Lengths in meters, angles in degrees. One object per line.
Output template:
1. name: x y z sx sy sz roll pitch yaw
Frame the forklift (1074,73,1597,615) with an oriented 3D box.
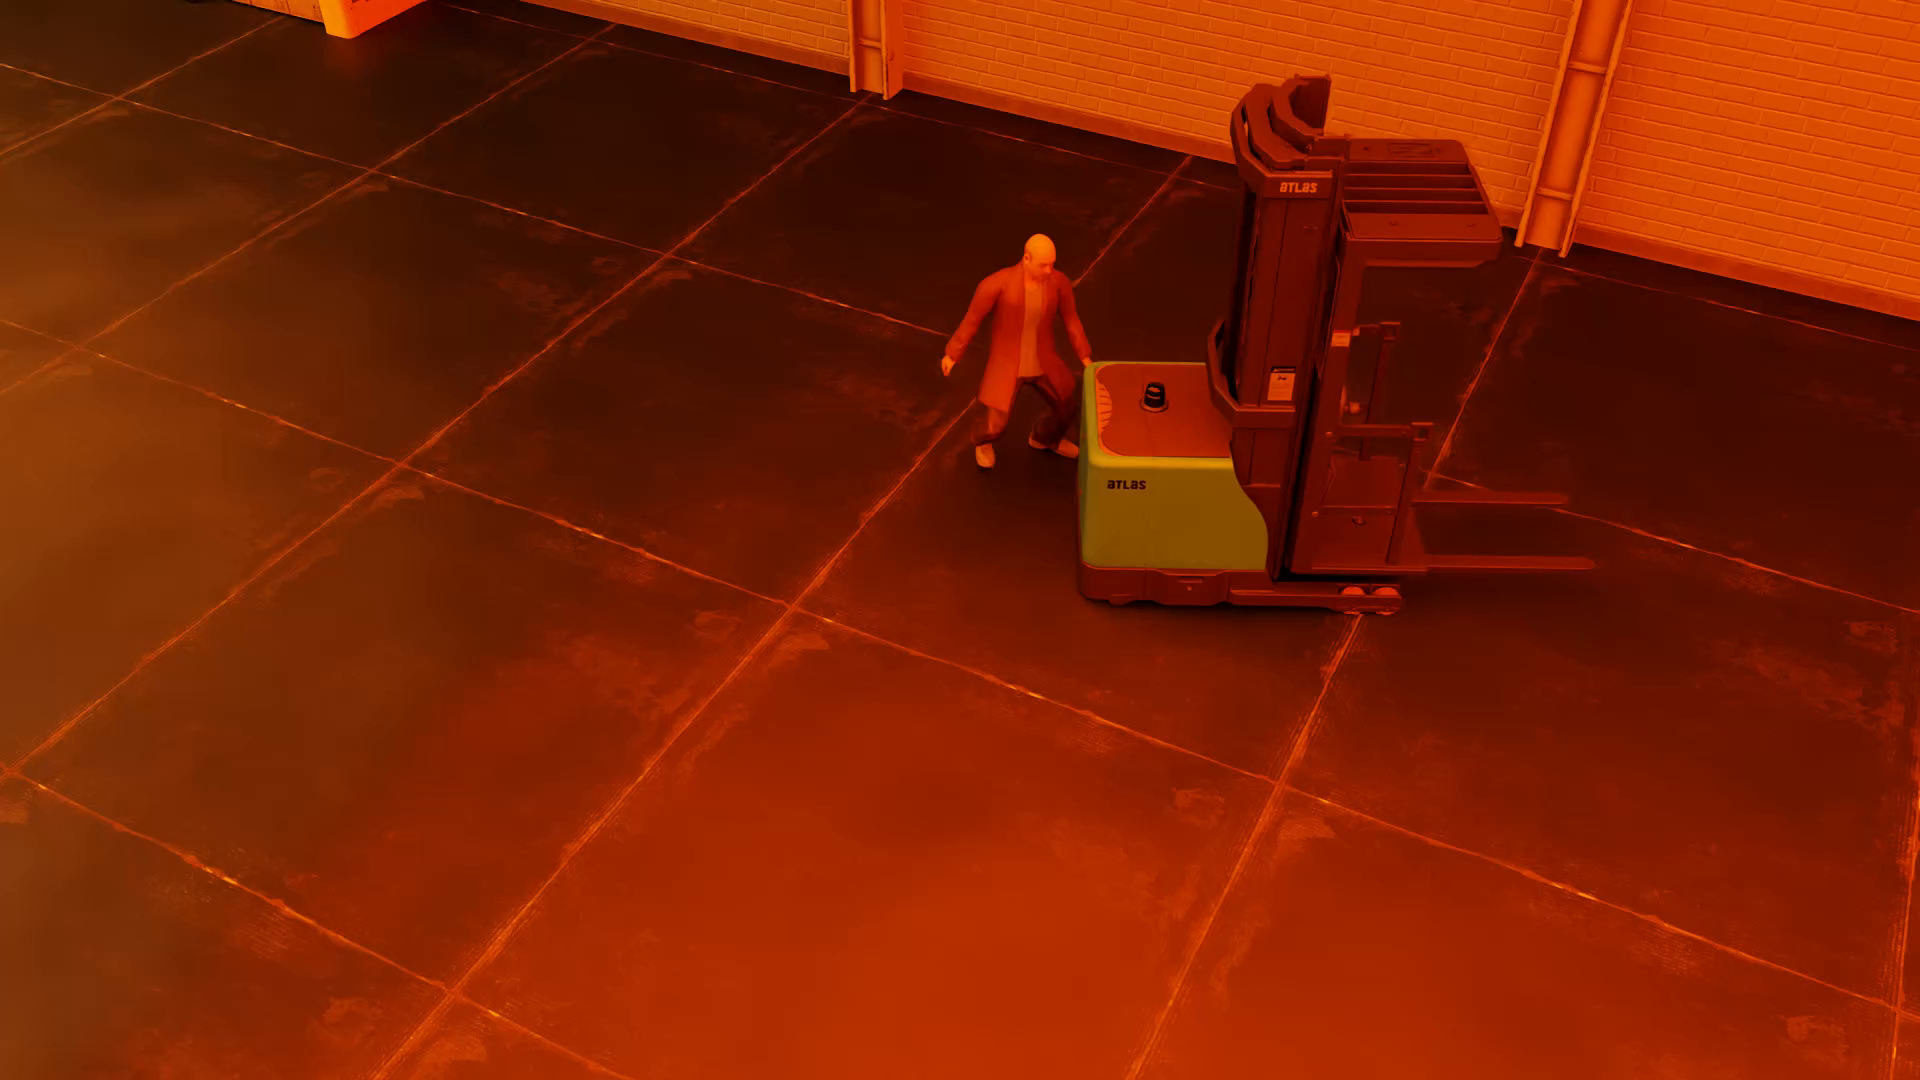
1. forklift: 2.222 -1.031 9.211 3.031 2.935 1.130 1 40 1

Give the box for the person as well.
1. person: 0.362 -1.128 10.304 0.939 1.687 0.577 -9 41 -10
